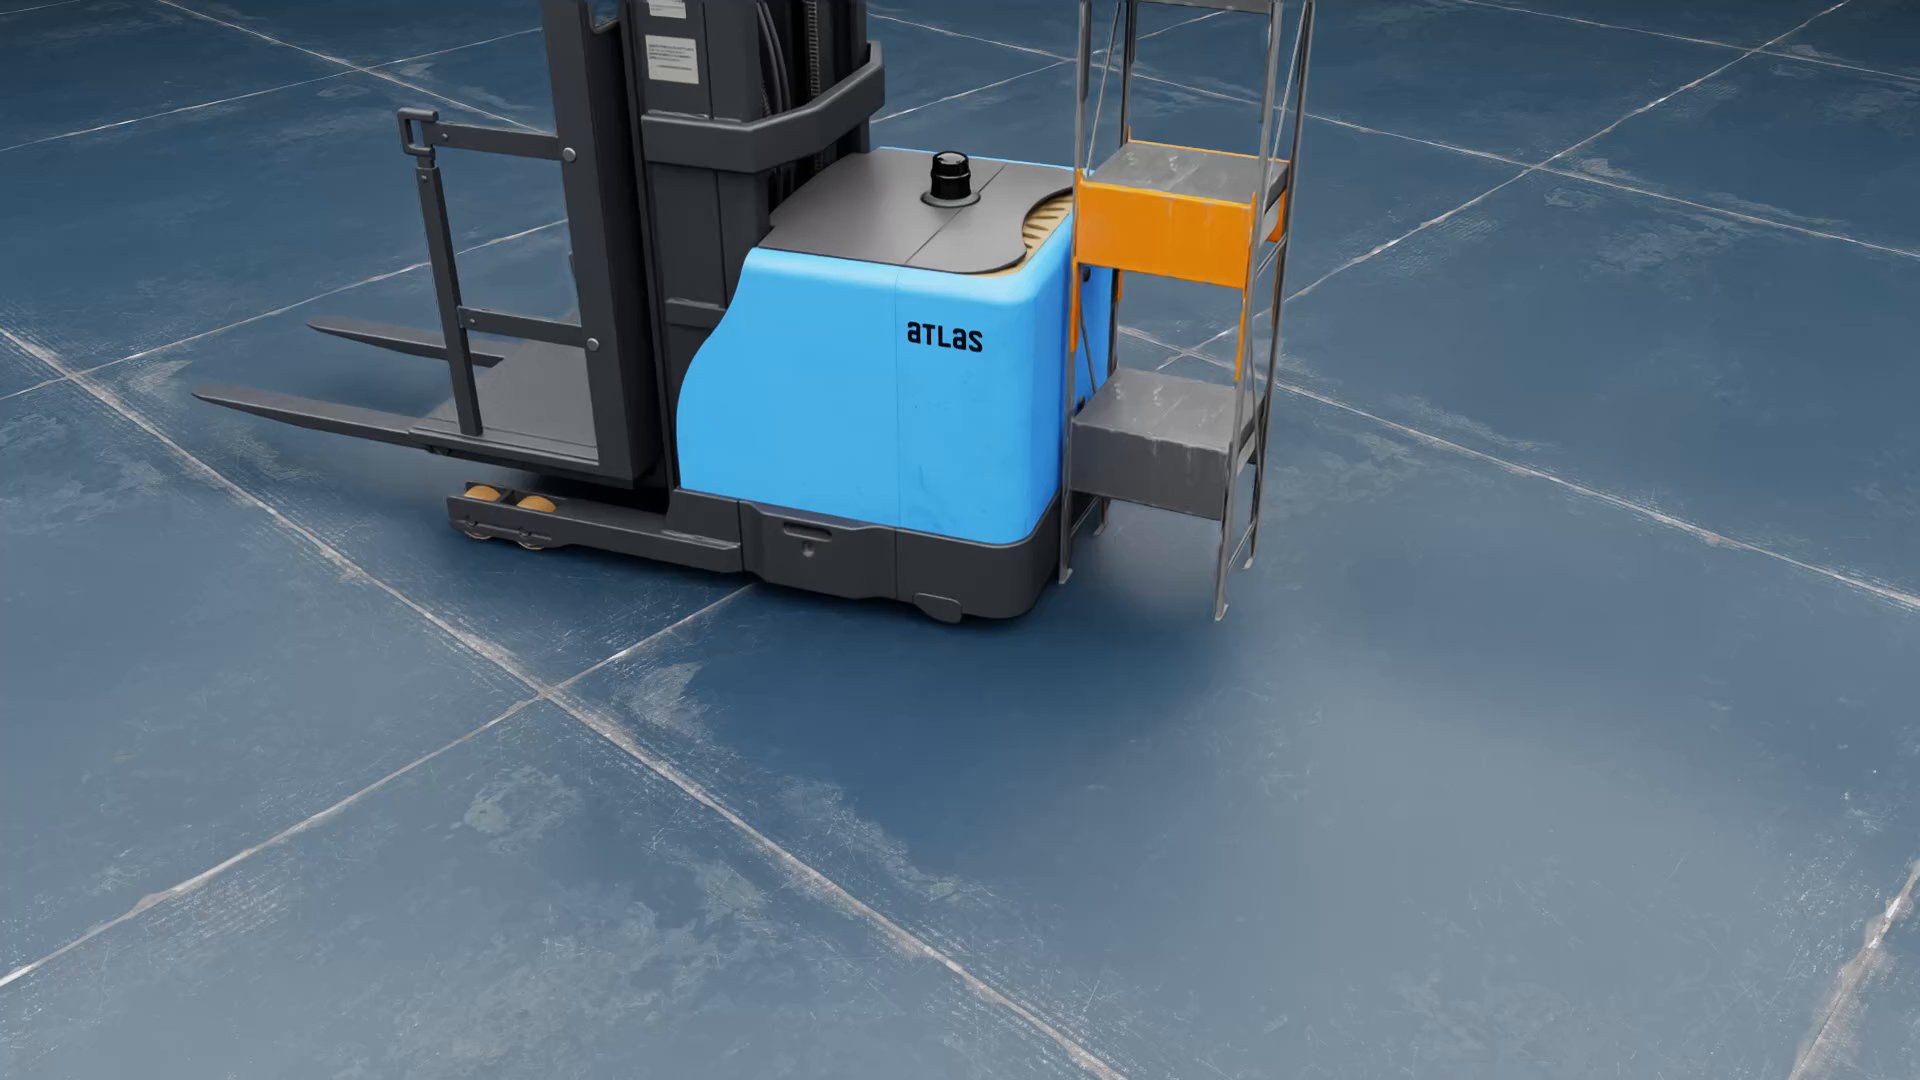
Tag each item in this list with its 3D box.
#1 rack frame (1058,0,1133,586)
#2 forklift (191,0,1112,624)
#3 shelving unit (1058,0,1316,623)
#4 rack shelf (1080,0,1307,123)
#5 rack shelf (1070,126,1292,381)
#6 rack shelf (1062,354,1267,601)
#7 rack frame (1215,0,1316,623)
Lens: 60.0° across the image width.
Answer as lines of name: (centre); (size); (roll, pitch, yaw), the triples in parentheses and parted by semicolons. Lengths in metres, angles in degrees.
rack frame: (0.385, -0.855, 4.635); (0.015, 2.100, 0.400); (13, 33, 20)
forklift: (-1.080, -1.469, 4.848); (3.031, 2.935, 1.130); (10, 33, 17)
shelving unit: (0.608, -0.805, 4.551); (0.503, 2.100, 0.431); (13, 33, 20)
rack shelf: (0.608, -1.393, 4.197); (0.480, 0.518, 0.431); (13, 33, 20)
rack shelf: (0.608, -0.793, 4.558); (0.480, 0.518, 0.431); (13, 33, 20)
rack shelf: (0.608, -0.193, 4.919); (0.480, 0.518, 0.431); (13, 33, 20)
rack frame: (0.831, -0.754, 4.466); (0.015, 2.100, 0.400); (13, 33, 20)
